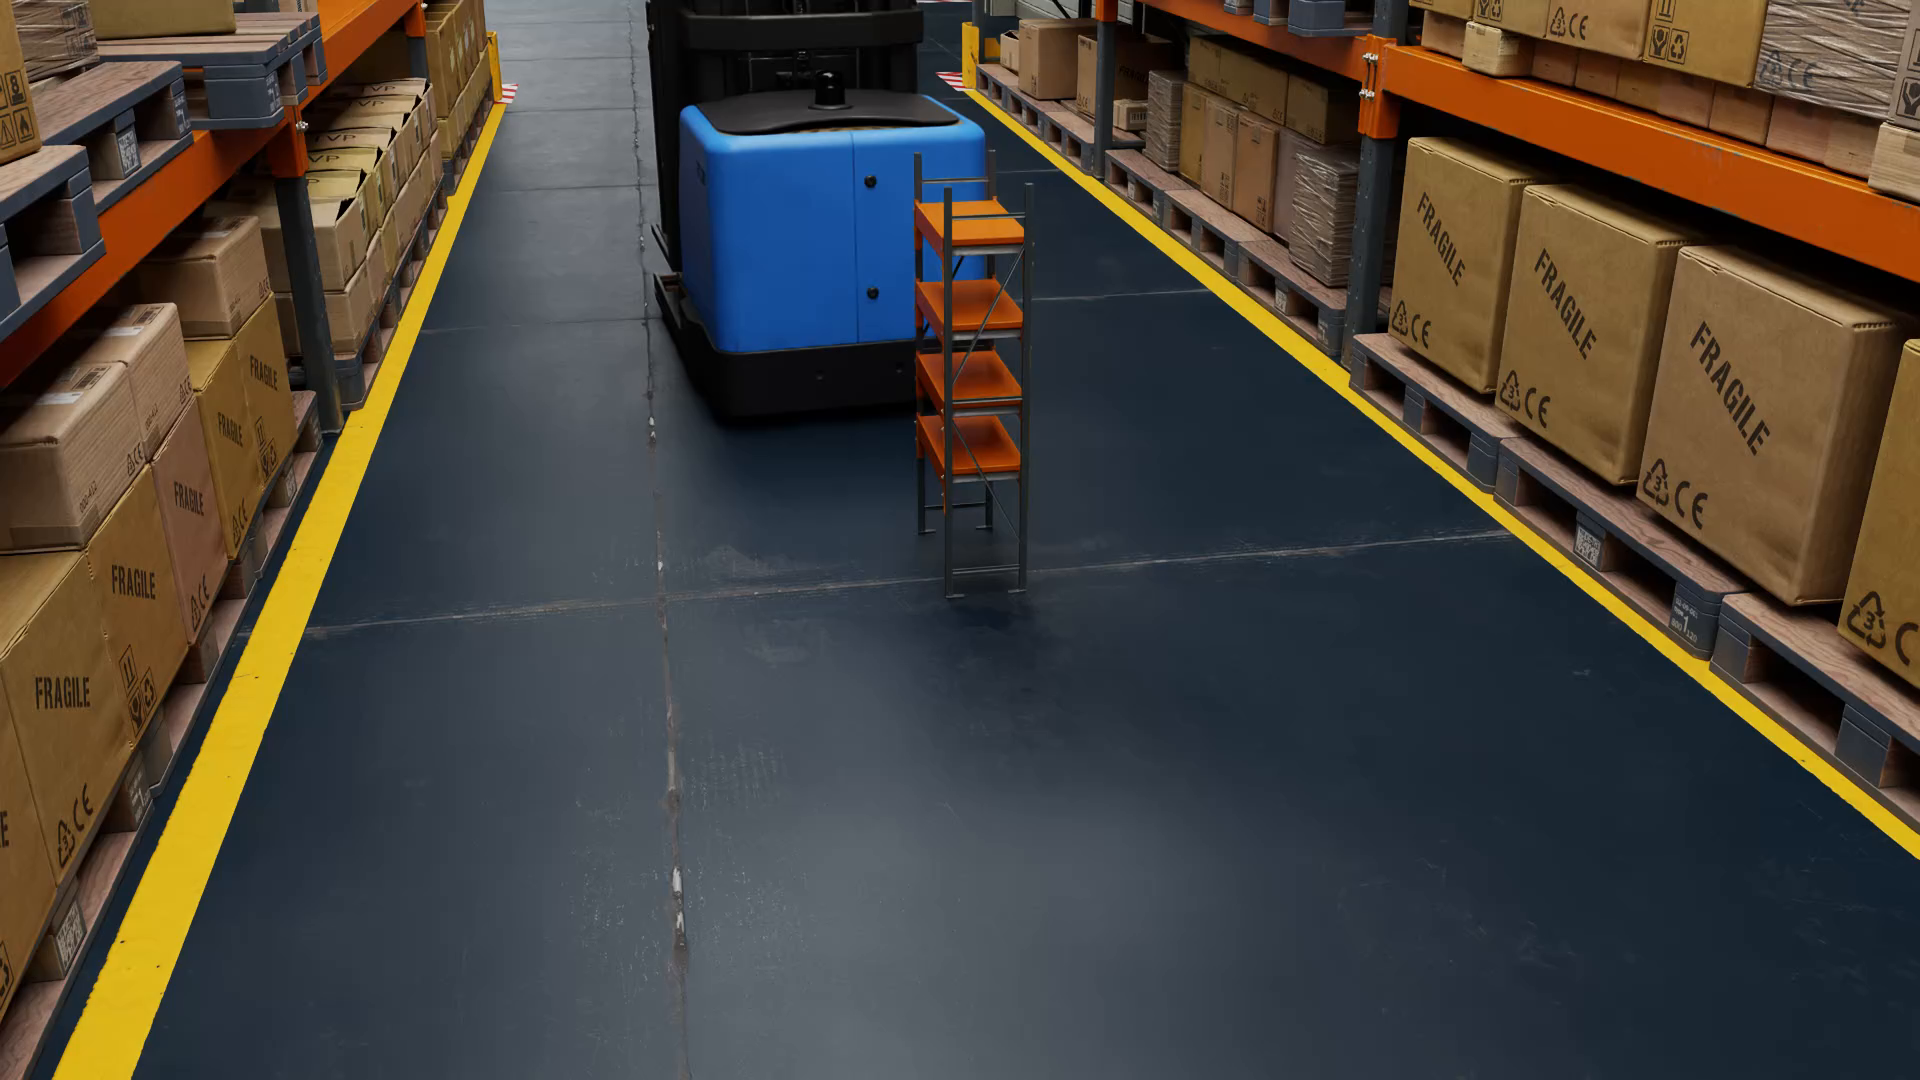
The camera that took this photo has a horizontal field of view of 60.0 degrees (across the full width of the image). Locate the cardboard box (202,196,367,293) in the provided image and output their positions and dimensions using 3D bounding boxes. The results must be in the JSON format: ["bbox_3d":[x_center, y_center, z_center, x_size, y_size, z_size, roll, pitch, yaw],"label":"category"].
[{"bbox_3d":[-2.595,-1.161,6.371,0.500,0.311,0.500,-4,24,-8],"label":"cardboard box"}]

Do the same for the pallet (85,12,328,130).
[{"bbox_3d":[-2.592,-1.395,4.935,1.213,0.211,1.003,-4,24,-10],"label":"pallet"}]

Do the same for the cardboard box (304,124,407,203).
[{"bbox_3d":[-2.888,-1.770,7.765,0.500,0.311,0.500,-5,24,-10],"label":"cardboard box"}]

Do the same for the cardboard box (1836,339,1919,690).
[{"bbox_3d":[2.573,0.008,3.646,0.750,0.750,0.750,-4,24,-9],"label":"cardboard box"}]

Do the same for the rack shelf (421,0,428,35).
[{"bbox_3d":[-3.896,-3.774,11.043,1.077,0.370,4.000,-4,24,-10],"label":"rack shelf"}]

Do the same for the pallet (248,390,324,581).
[{"bbox_3d":[-2.686,-0.170,5.375,1.003,0.211,1.213,-4,24,-10],"label":"pallet"}]

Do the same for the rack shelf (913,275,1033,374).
[{"bbox_3d":[0.031,-0.628,4.798,0.258,0.148,0.480,-4,24,-10],"label":"rack shelf"}]

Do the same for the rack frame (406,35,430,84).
[{"bbox_3d":[-3.526,-3.317,9.098,1.000,3.000,0.127,-4,24,-10],"label":"rack frame"}]

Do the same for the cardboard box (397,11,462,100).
[{"bbox_3d":[-3.405,-2.995,10.334,0.500,0.500,0.500,-4,24,-10],"label":"cardboard box"}]

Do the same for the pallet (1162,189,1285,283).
[{"bbox_3d":[1.716,-1.621,8.697,1.003,0.211,1.213,-4,24,-10],"label":"pallet"}]

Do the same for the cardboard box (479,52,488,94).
[{"bbox_3d":[-3.772,-3.438,12.286,0.500,0.250,0.500,-4,24,-10],"label":"cardboard box"}]

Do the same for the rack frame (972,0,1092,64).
[{"bbox_3d":[0.602,-5.259,13.543,1.000,3.000,0.127,-4,24,-10],"label":"rack frame"}]

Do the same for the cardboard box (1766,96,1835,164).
[{"bbox_3d":[2.288,-1.048,4.190,0.380,0.149,0.250,-5,24,-11],"label":"cardboard box"}]

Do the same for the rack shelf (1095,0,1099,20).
[{"bbox_3d":[0.971,-4.143,11.886,1.077,0.370,4.000,-4,24,-10],"label":"rack shelf"}]

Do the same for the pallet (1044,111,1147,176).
[{"bbox_3d":[1.182,-2.669,11.098,1.003,0.211,1.213,-4,24,-10],"label":"pallet"}]

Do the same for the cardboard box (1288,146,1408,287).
[{"bbox_3d":[1.897,-1.448,7.390,0.700,0.500,0.500,-4,24,-9],"label":"cardboard box"}]

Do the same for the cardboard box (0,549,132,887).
[{"bbox_3d":[-2.007,0.356,3.261,0.500,0.500,0.500,-4,24,-9],"label":"cardboard box"}]

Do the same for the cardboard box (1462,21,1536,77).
[{"bbox_3d":[1.918,-1.649,5.567,0.380,0.149,0.250,-4,24,-8],"label":"cardboard box"}]

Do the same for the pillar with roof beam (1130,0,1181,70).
[{"bbox_3d":[-2.650,-7.478,11.129,9.100,9.000,0.400,-4,24,-10],"label":"pillar with roof beam"}]

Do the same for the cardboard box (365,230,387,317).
[{"bbox_3d":[-2.689,-1.102,6.936,0.500,0.250,0.500,-5,24,-11],"label":"cardboard box"}]

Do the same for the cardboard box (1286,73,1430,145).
[{"bbox_3d":[1.853,-2.020,7.764,0.500,0.250,0.500,-4,24,-9],"label":"cardboard box"}]

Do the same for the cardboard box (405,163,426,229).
[{"bbox_3d":[-2.978,-1.708,8.323,0.500,0.250,0.500,-4,24,-9],"label":"cardboard box"}]

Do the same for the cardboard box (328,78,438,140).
[{"bbox_3d":[-3.170,-2.369,9.136,0.500,0.311,0.500,-4,24,-10],"label":"cardboard box"}]

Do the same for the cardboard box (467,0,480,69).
[{"bbox_3d":[-3.675,-3.586,11.686,0.500,0.500,0.500,-4,24,-10],"label":"cardboard box"}]

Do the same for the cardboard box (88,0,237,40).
[{"bbox_3d":[-2.559,-1.743,4.844,0.700,0.500,0.500,-13,27,-27],"label":"cardboard box"}]

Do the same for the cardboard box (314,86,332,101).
[{"bbox_3d":[-3.695,-2.326,9.038,0.500,0.311,0.500,-4,24,-10],"label":"cardboard box"}]

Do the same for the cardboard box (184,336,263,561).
[{"bbox_3d":[-2.288,-0.246,4.639,0.500,0.500,0.500,-5,24,-12],"label":"cardboard box"}]

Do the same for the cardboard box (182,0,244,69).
[{"bbox_3d":[-2.811,-1.850,5.848,0.500,0.311,0.500,-3,24,-6],"label":"cardboard box"}]

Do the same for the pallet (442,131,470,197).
[{"bbox_3d":[-3.632,-2.356,10.379,1.003,0.211,1.213,-4,24,-10],"label":"pallet"}]

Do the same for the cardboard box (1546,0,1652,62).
[{"bbox_3d":[2.098,-1.692,4.854,0.500,0.500,0.500,-4,24,-10],"label":"cardboard box"}]

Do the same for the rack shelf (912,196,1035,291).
[{"bbox_3d":[0.031,-0.845,4.704,0.258,0.148,0.480,-4,24,-10],"label":"rack shelf"}]

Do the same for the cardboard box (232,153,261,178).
[{"bbox_3d":[-3.319,-1.524,7.202,0.500,0.311,0.500,-4,24,-10],"label":"cardboard box"}]

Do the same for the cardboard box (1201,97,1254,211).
[{"bbox_3d":[1.693,-2.050,8.770,0.700,0.500,0.500,-4,24,-9],"label":"cardboard box"}]

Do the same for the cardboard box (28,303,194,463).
[{"bbox_3d":[-2.175,-0.369,3.985,0.500,0.250,0.500,-5,24,-11],"label":"cardboard box"}]

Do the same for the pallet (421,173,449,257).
[{"bbox_3d":[-3.352,-1.753,8.999,1.003,0.211,1.213,-4,24,-10],"label":"pallet"}]

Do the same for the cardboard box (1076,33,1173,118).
[{"bbox_3d":[1.110,-3.147,11.281,0.500,0.500,0.500,-6,24,-14],"label":"cardboard box"}]

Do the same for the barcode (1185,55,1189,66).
[{"bbox_3d":[1.477,-3.118,10.816,0.001,0.075,0.075,-4,24,-10],"label":"barcode"}]

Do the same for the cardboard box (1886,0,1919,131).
[{"bbox_3d":[2.383,-1.093,3.483,0.500,0.500,0.500,-4,24,-9],"label":"cardboard box"}]

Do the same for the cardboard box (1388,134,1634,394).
[{"bbox_3d":[2.088,-1.021,6.000,0.750,0.750,0.750,-5,24,-10],"label":"cardboard box"}]

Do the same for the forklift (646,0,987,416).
[{"bbox_3d":[-0.783,-2.362,6.997,1.130,2.935,3.031,-6,24,-14],"label":"forklift"}]

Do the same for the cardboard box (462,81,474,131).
[{"bbox_3d":[-3.489,-2.849,10.936,0.500,0.250,0.500,-4,24,-10],"label":"cardboard box"}]

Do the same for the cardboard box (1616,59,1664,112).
[{"bbox_3d":[2.179,-1.356,4.895,0.380,0.149,0.250,-4,24,-9],"label":"cardboard box"}]

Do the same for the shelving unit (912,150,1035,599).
[{"bbox_3d":[0.031,-0.485,4.861,0.258,1.200,0.503,-4,24,-10],"label":"shelving unit"}]

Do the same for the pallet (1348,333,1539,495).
[{"bbox_3d":[2.153,-0.519,6.174,1.003,0.211,1.213,-4,24,-10],"label":"pallet"}]

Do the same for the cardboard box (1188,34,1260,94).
[{"bbox_3d":[1.579,-2.624,9.147,0.500,0.250,0.500,-5,24,-11],"label":"cardboard box"}]
